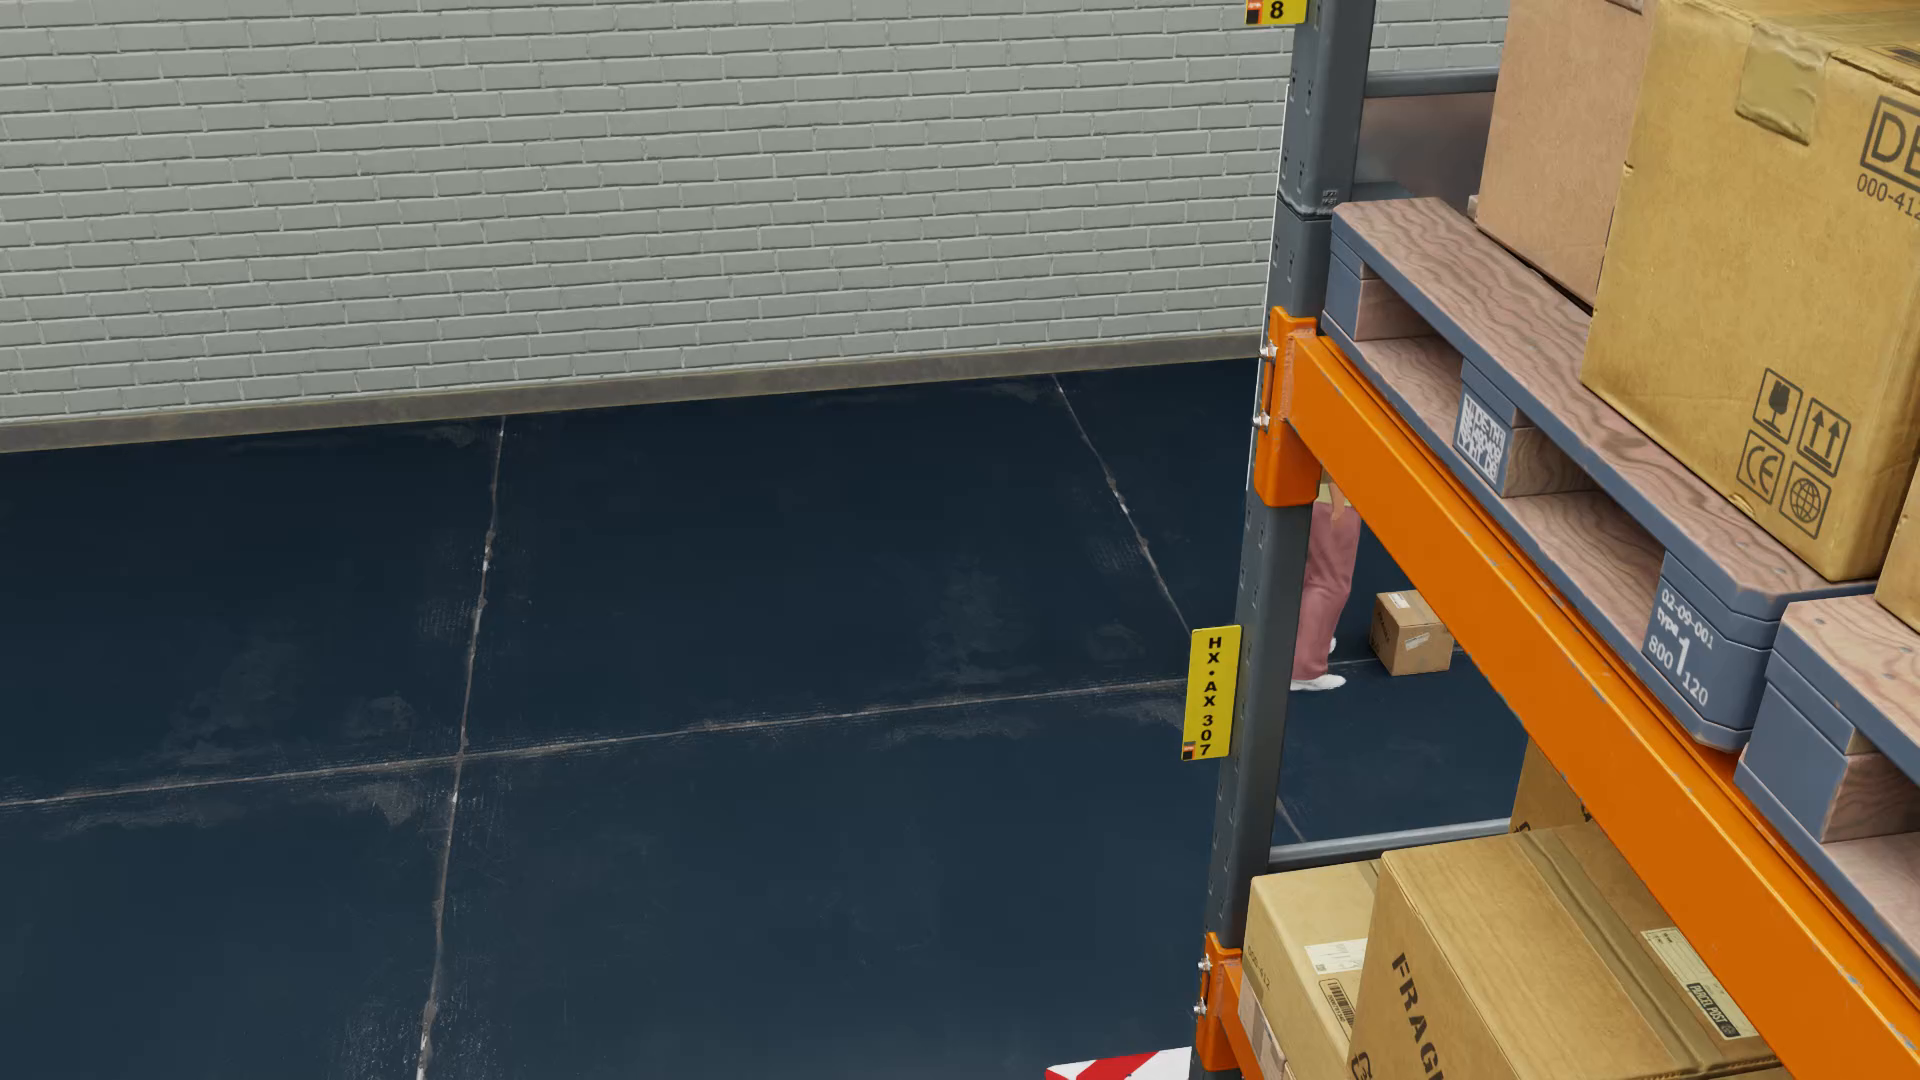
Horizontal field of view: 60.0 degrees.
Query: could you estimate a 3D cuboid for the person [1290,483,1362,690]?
[{"bbox_3d":[1.412,-0.181,6.473,0.370,1.696,0.441,-5,31,-8],"label":"person"}]
